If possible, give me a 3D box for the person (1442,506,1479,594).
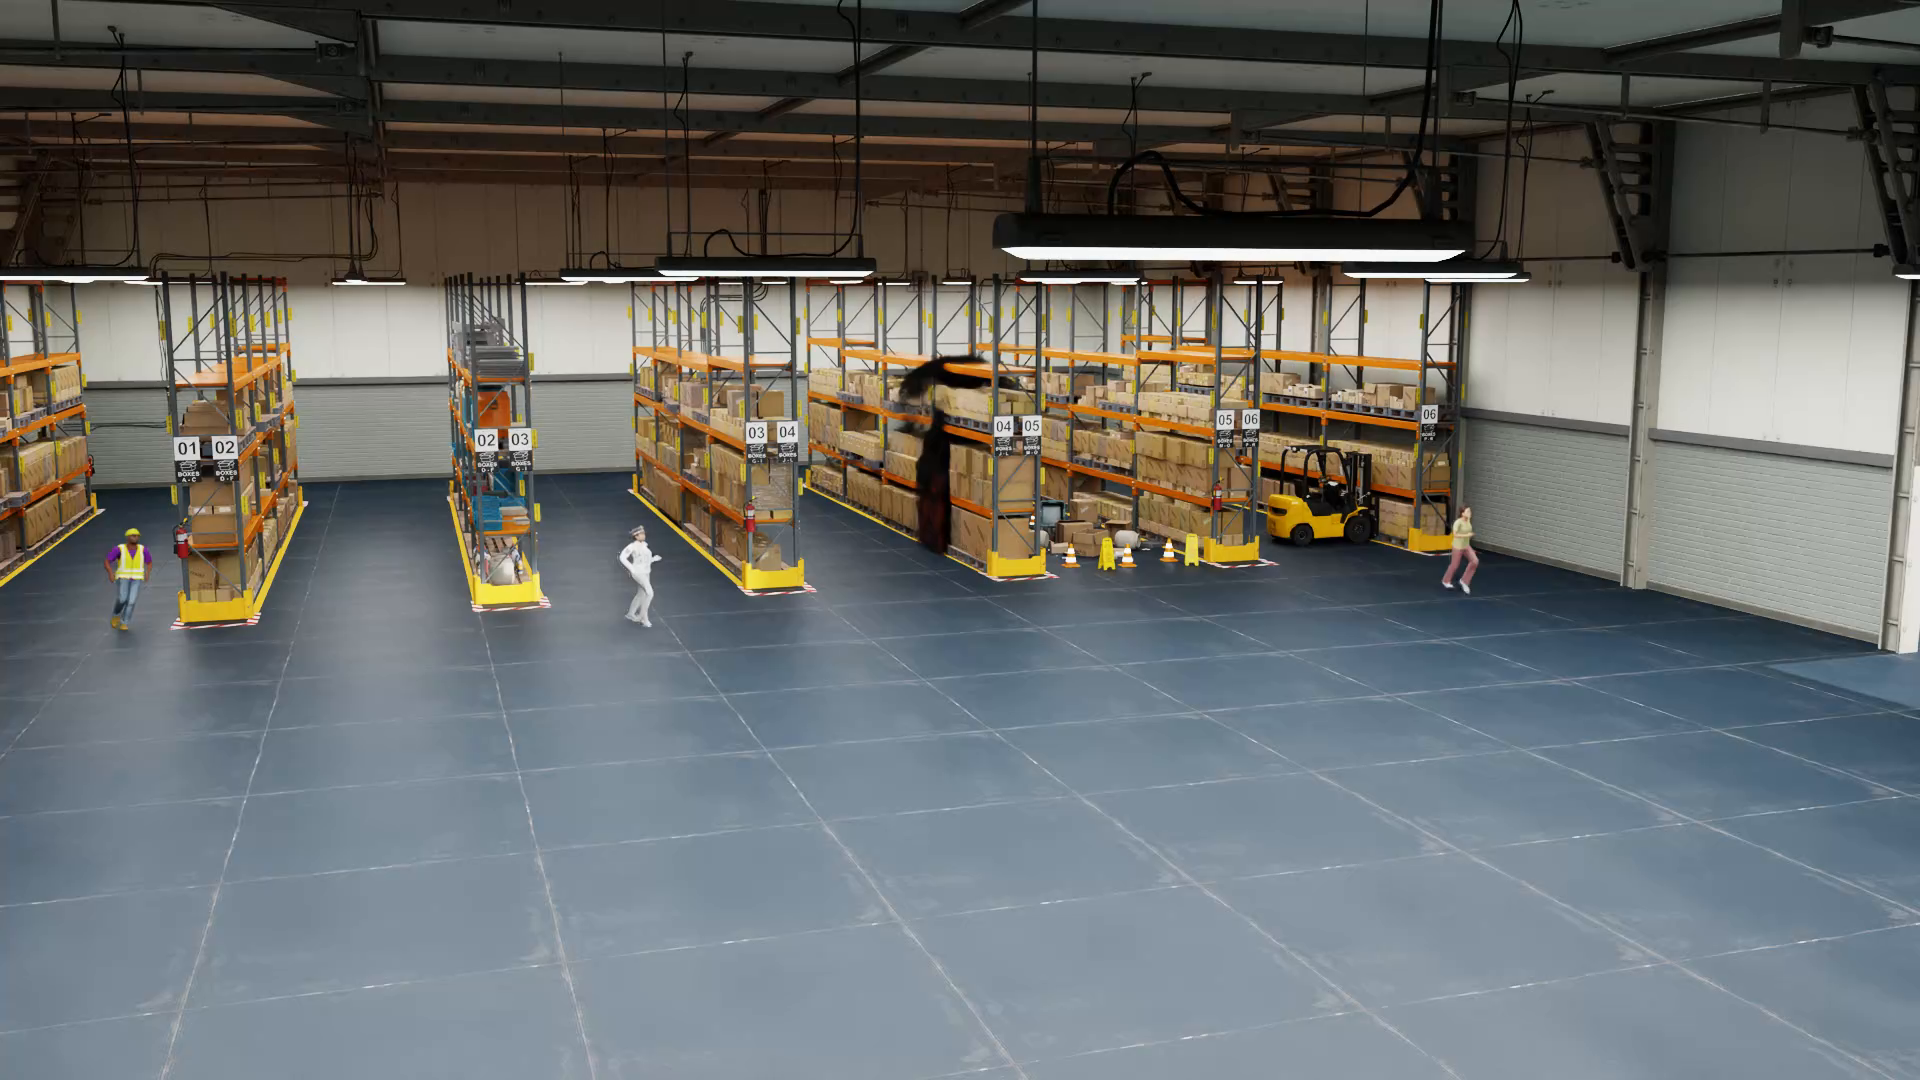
[{"bbox_3d":[9.470,0.161,31.507,0.602,1.673,0.797,-6,10,-33],"label":"person"}]

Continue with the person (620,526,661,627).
[{"bbox_3d":[-5.439,0.616,28.438,0.669,1.736,0.591,3,9,17],"label":"person"}]

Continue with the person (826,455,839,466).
[{"bbox_3d":[-3.783,-2.646,50.004,0.917,1.696,0.822,5,10,29],"label":"person"}]

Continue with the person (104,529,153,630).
[{"bbox_3d":[-14.014,0.663,28.098,0.740,1.682,0.537,-5,10,-32],"label":"person"}]
